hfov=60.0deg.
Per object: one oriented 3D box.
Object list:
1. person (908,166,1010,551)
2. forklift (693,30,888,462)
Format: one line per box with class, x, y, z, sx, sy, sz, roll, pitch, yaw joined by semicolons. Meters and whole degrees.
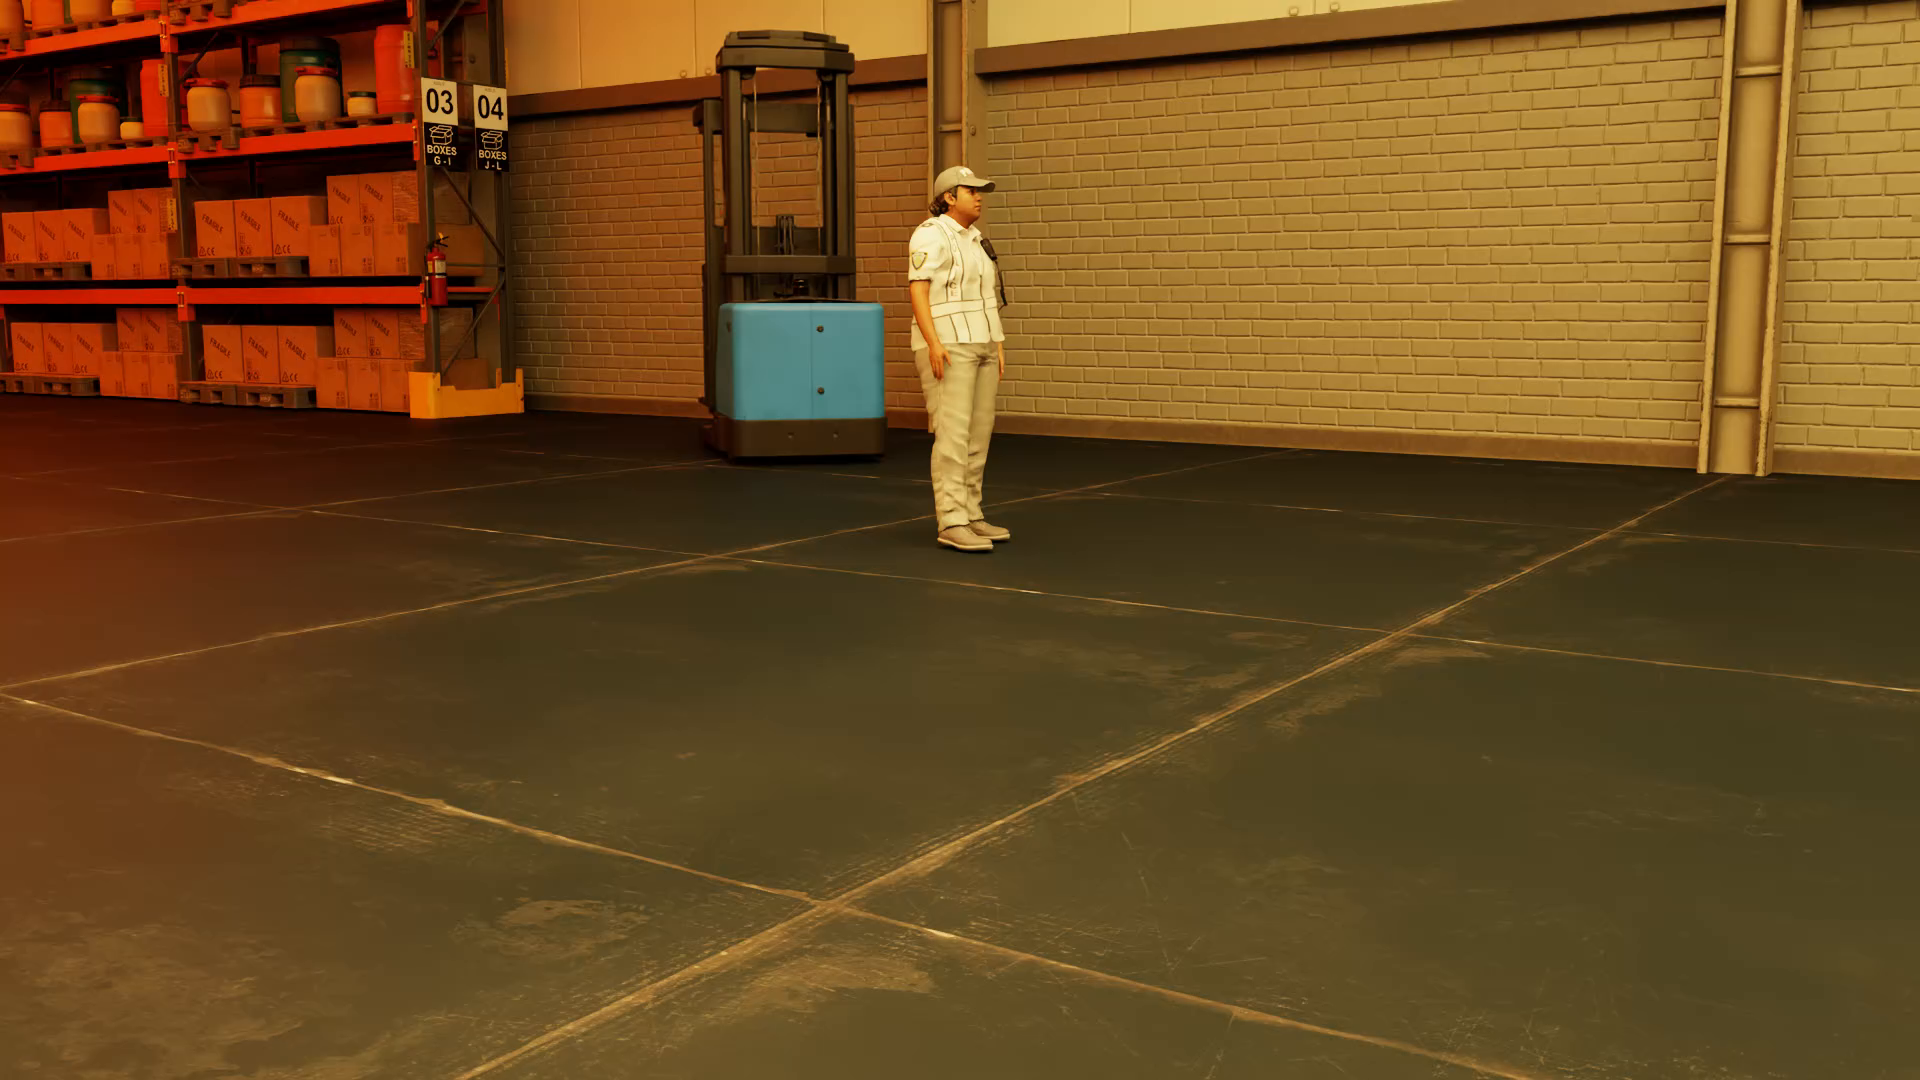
person;0.051;-0.825;7.424;0.529;1.670;0.598;5;10;34
forklift;-1.363;-2.147;12.290;1.130;2.935;3.031;-2;8;-15
